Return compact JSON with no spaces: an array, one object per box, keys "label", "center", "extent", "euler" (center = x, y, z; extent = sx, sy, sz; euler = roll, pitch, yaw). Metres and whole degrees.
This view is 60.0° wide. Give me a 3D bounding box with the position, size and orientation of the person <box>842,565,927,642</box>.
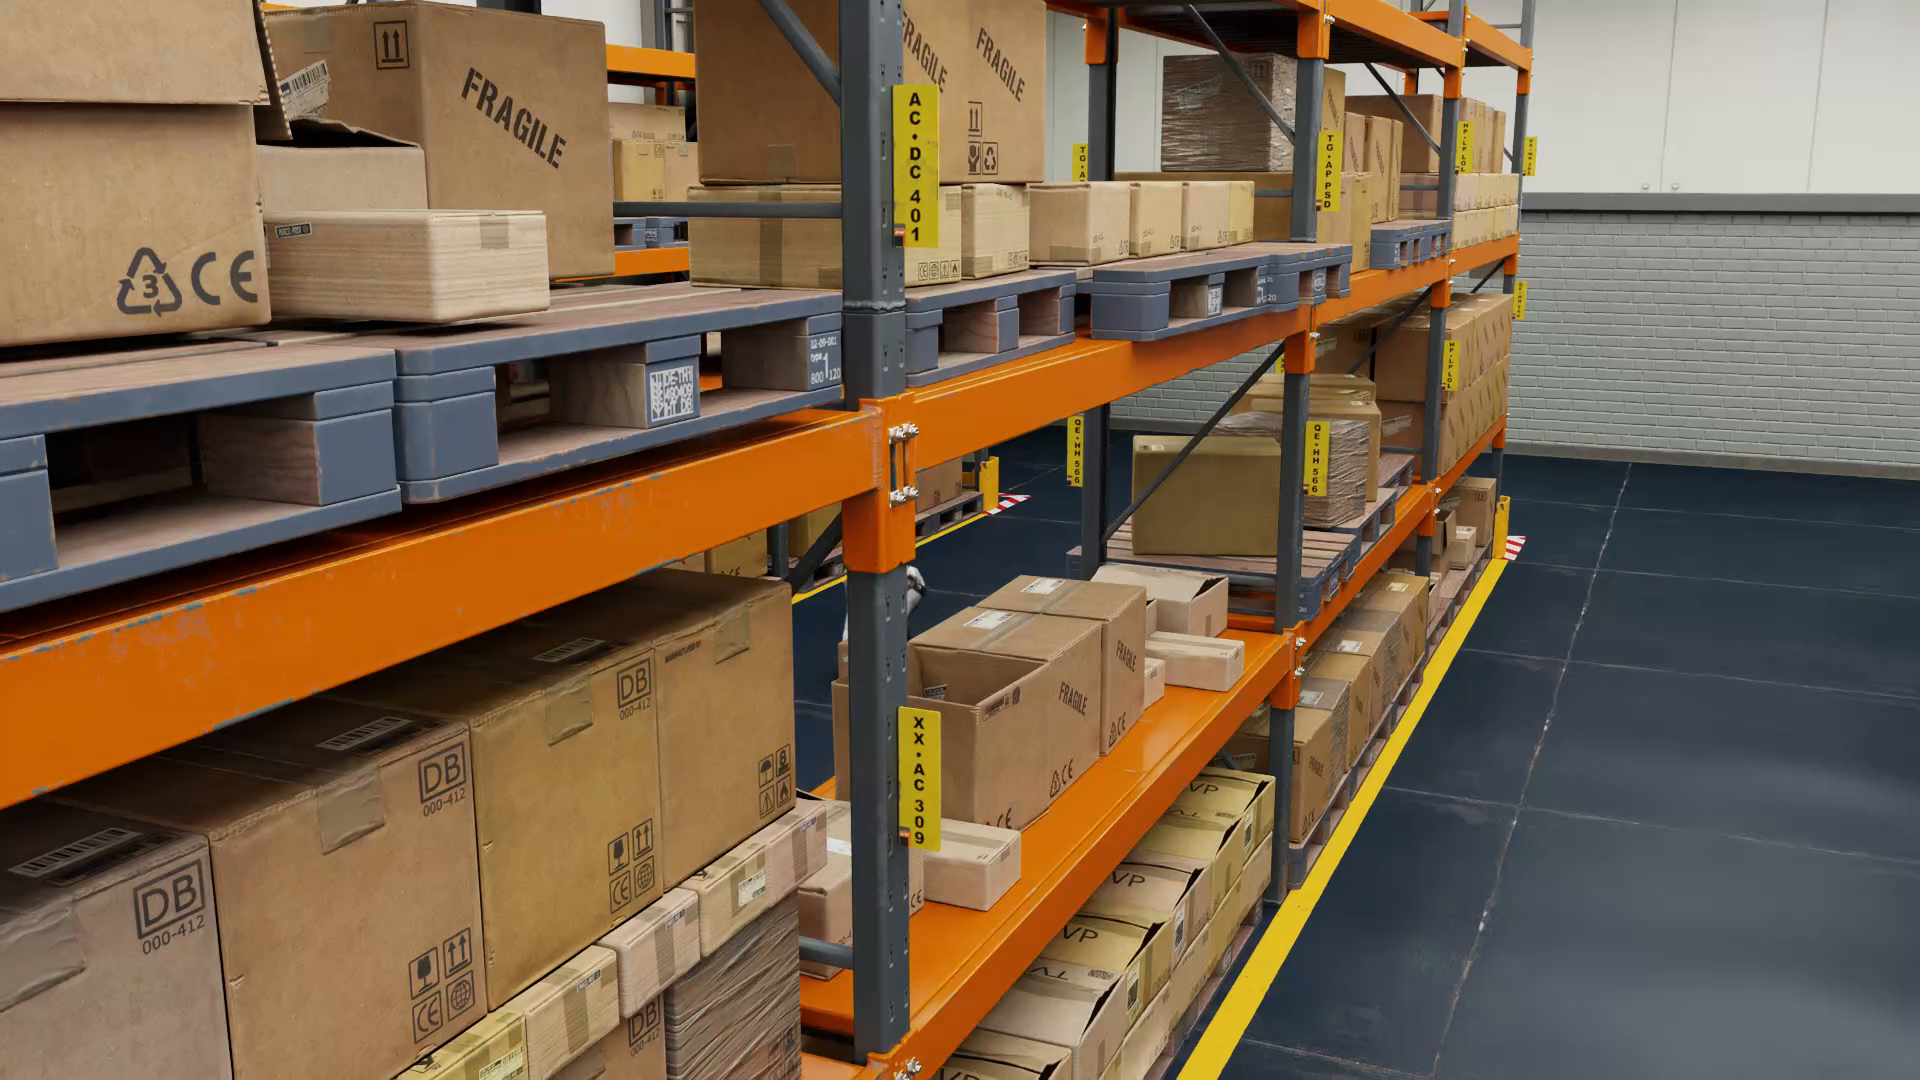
[{"label":"person","center":[-0.536,0.500,11.334],"extent":[0.456,0.776,0.909],"euler":[5,13,22]}]
